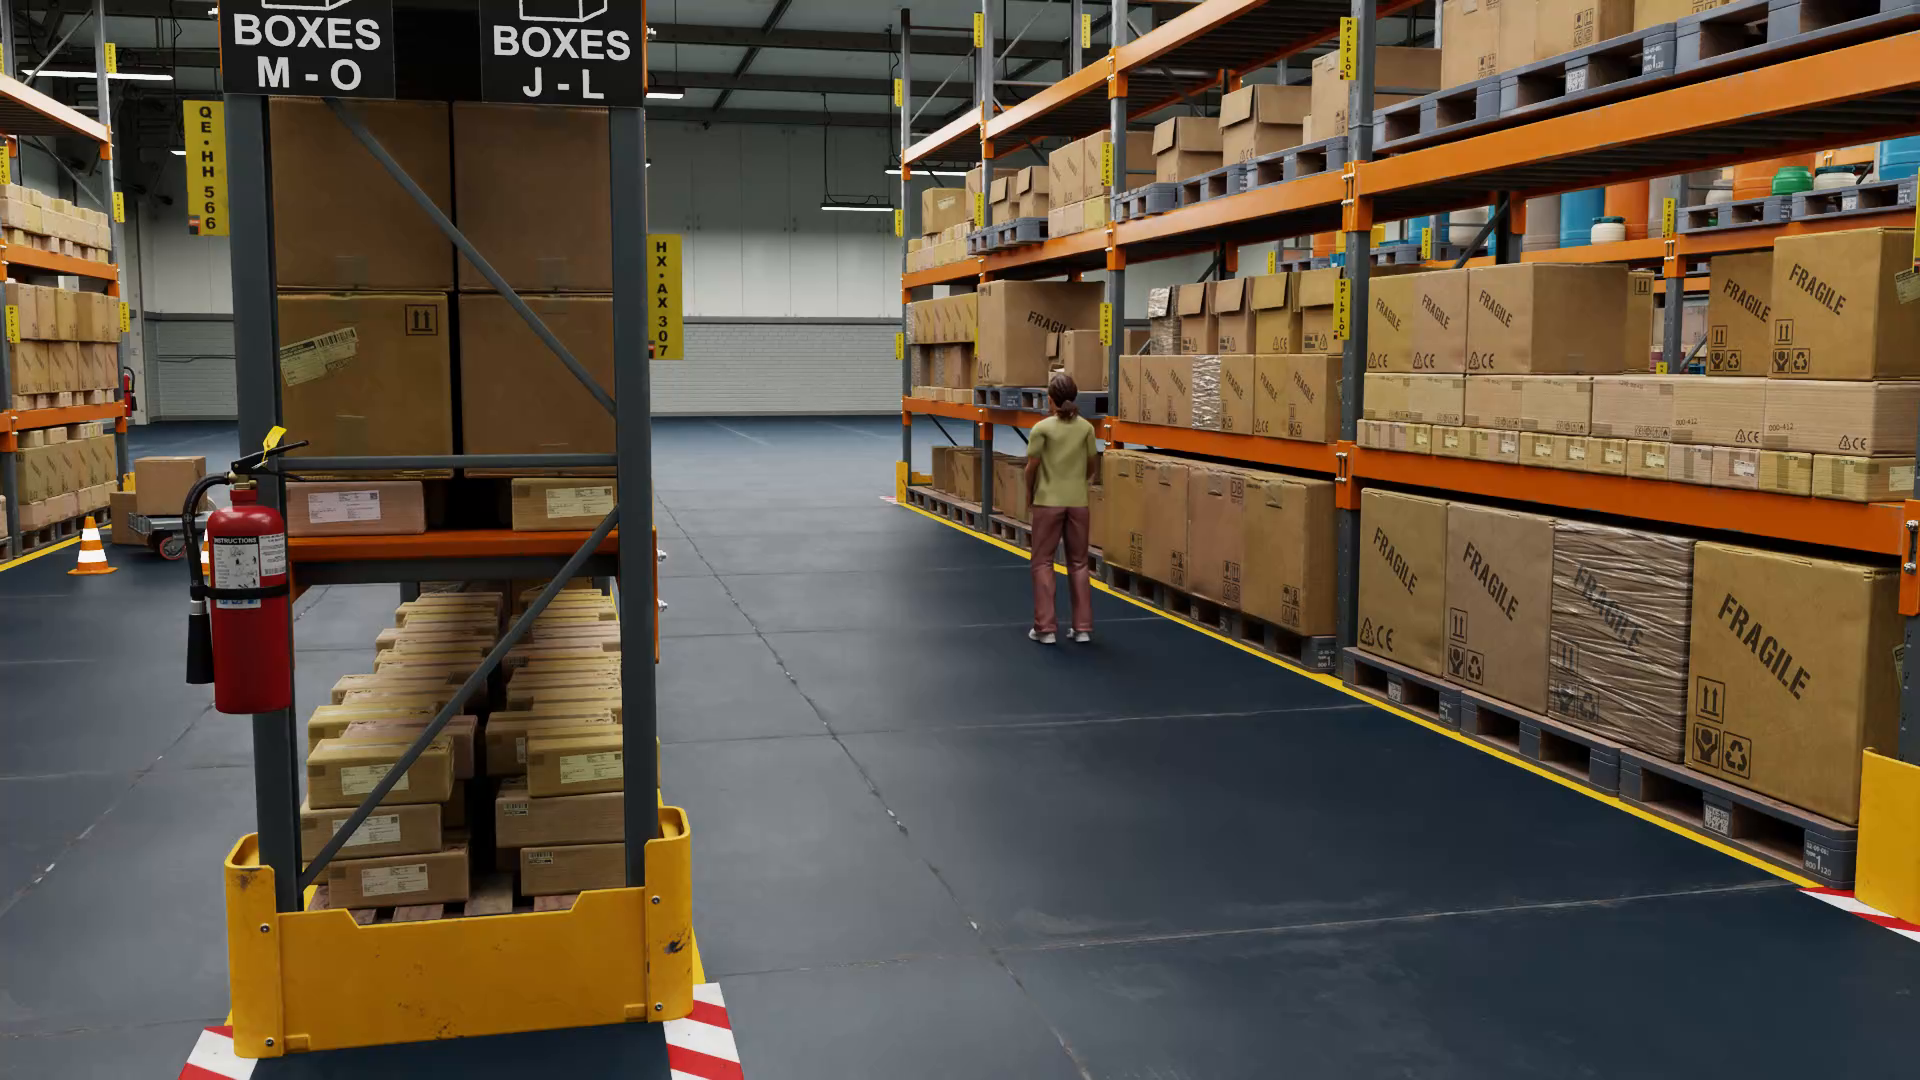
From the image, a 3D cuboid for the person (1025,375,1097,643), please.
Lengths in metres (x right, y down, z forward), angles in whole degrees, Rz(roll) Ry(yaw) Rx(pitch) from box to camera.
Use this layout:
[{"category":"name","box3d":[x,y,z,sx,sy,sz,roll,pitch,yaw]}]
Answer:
[{"category":"person","box3d":[0.619,-0.197,10.458,0.462,1.672,0.484,-2,6,-14]}]
